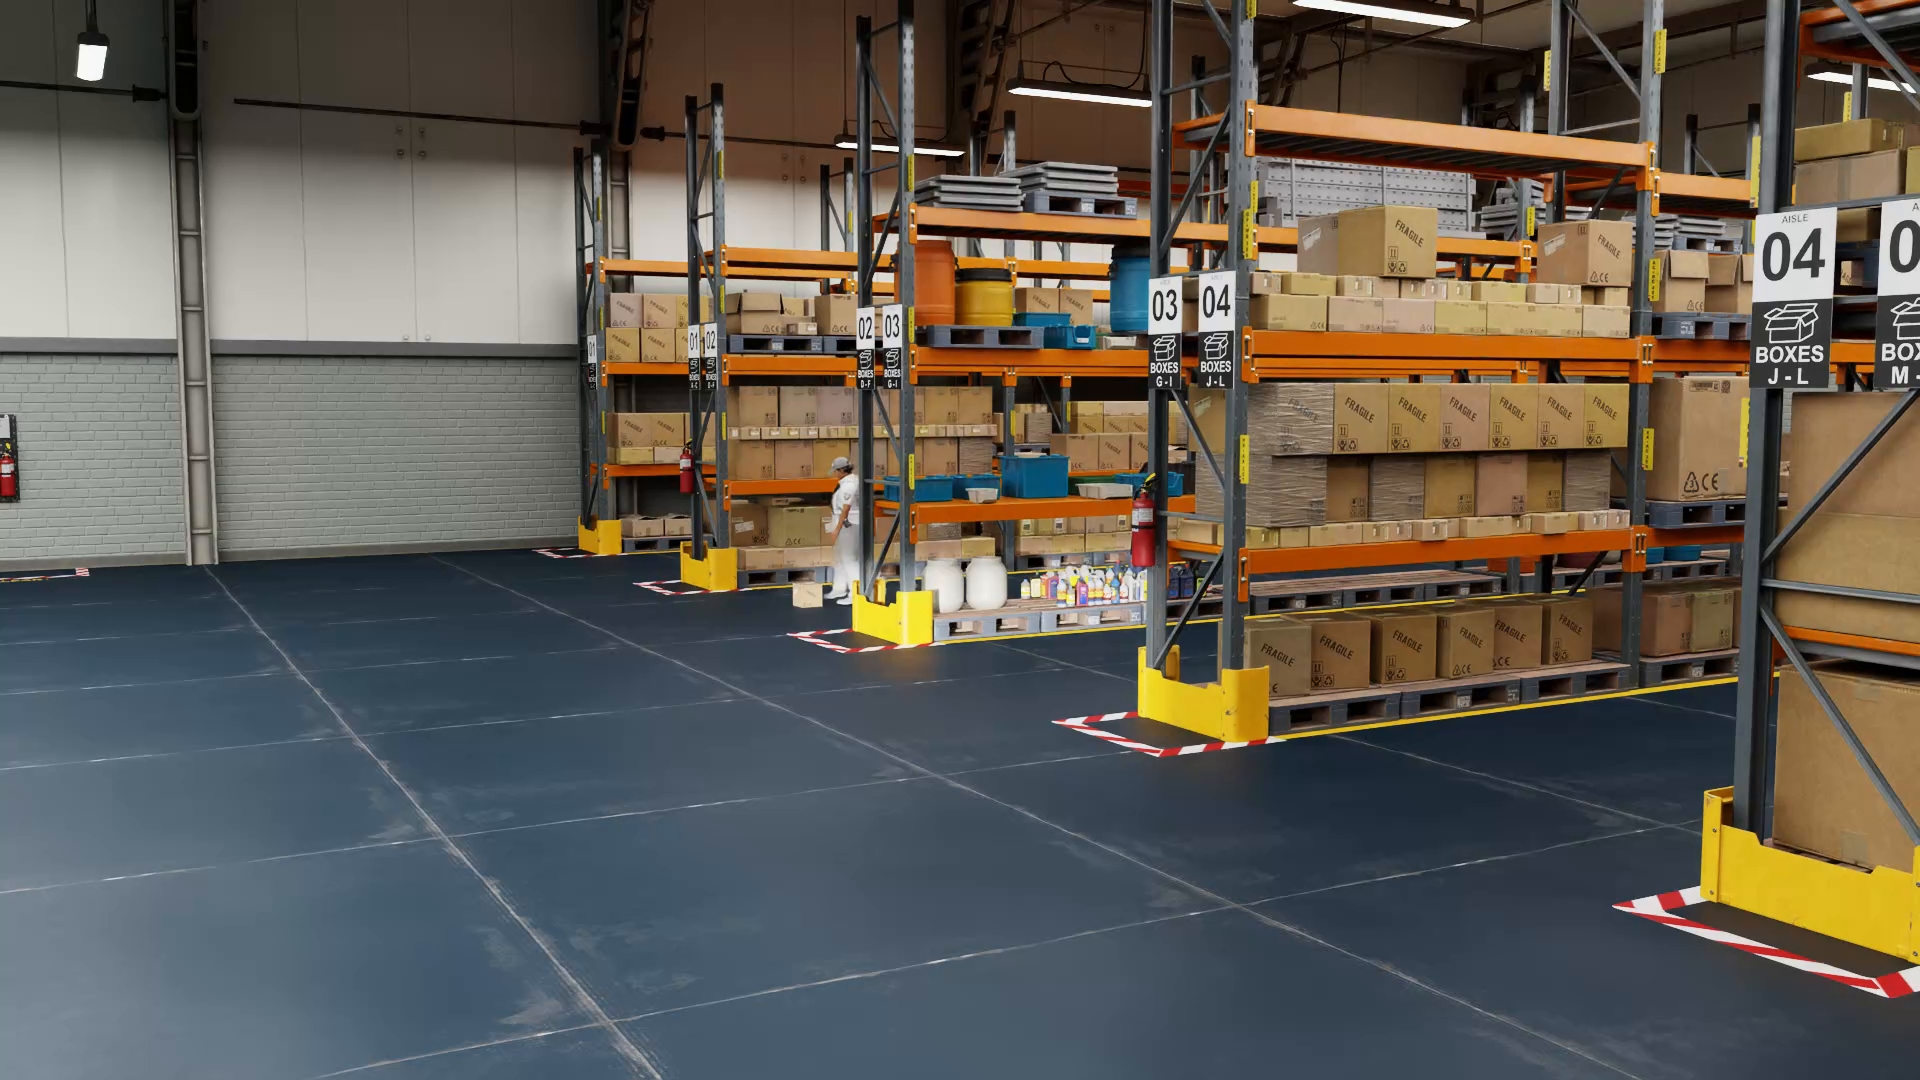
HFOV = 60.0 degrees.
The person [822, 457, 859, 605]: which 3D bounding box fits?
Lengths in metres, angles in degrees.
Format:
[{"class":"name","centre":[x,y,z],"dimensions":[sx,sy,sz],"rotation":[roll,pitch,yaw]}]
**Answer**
[{"class":"person","centre":[-1.328,-0.116,18.802],"dimensions":[0.499,1.653,0.702],"rotation":[0,5,-5]}]
